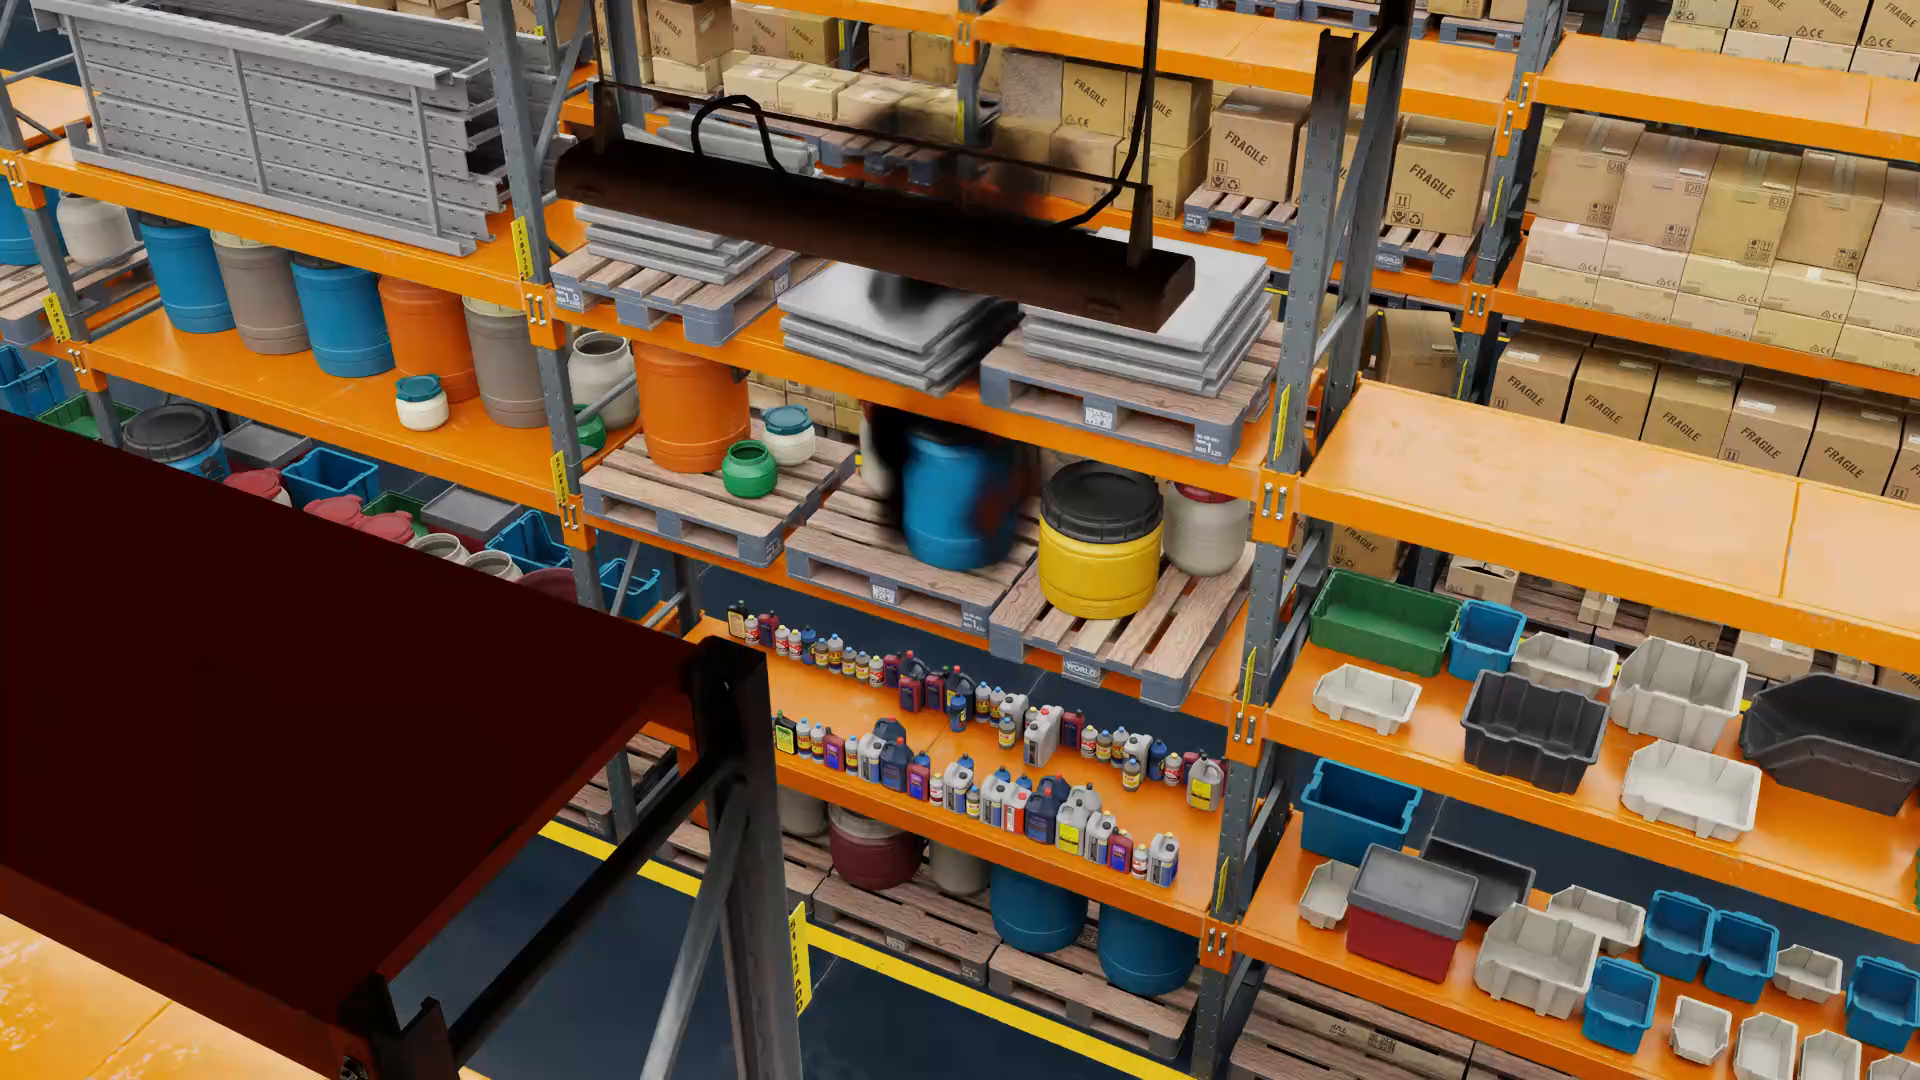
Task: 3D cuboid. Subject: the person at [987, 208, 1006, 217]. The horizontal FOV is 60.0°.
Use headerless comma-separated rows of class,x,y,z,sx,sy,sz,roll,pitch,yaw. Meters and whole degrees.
person,0.340,-2.403,15.909,0.691,1.692,0.619,18,39,24
